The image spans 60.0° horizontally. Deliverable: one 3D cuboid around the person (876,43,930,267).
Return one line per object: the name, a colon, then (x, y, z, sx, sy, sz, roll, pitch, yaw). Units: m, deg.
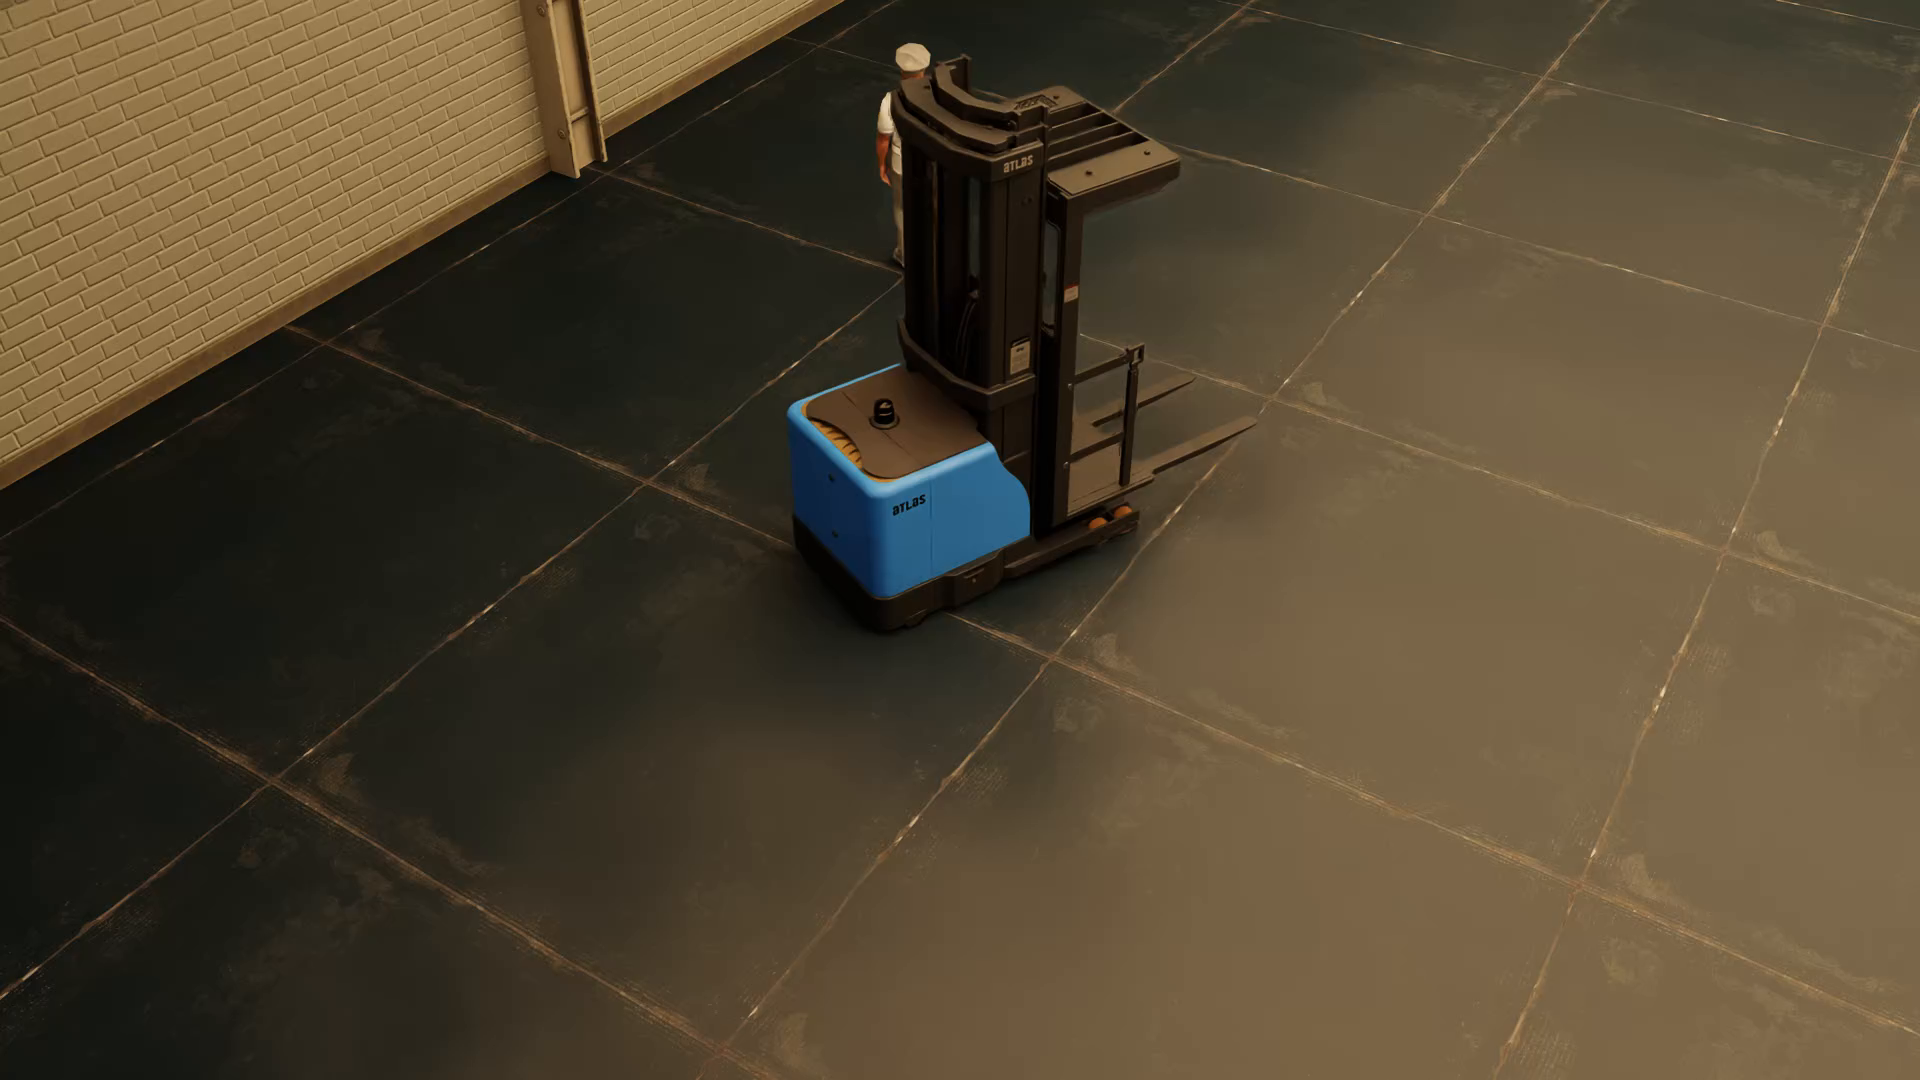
person: (-0.298, -2.783, 12.156, 0.624, 1.796, 0.492, -2, 40, -3)

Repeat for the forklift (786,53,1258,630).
forklift: (0.497, -1.349, 9.559, 3.031, 2.935, 1.130, -24, 46, -25)
